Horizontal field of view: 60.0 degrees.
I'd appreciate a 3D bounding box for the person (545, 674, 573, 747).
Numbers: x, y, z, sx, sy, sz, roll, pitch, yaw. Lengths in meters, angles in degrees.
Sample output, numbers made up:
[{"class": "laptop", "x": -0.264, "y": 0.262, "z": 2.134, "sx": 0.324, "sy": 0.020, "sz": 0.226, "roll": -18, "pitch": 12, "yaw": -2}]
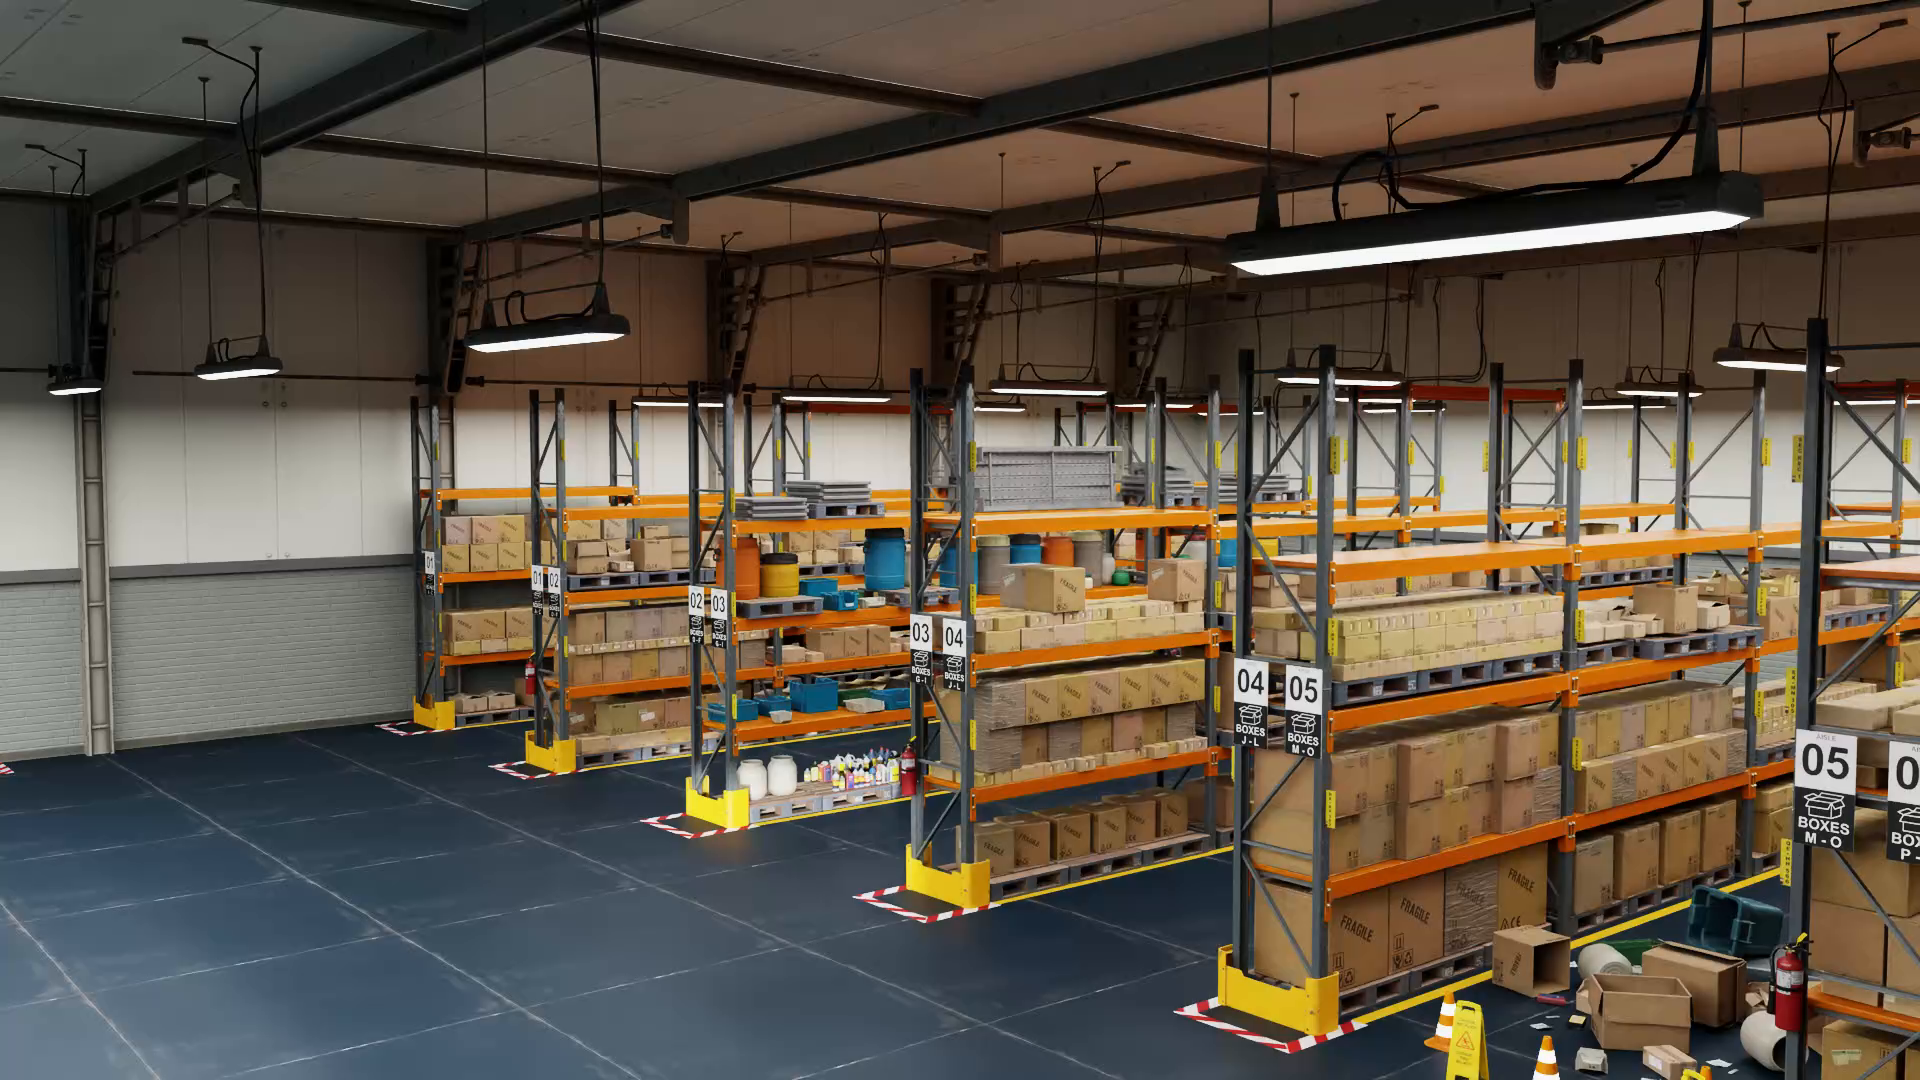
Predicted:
[{"class": "person", "x": -6.652, "y": 2.620, "z": 28.095, "sx": 0.669, "sy": 1.838, "sz": 0.838, "roll": 3, "pitch": 4, "yaw": 41}]
